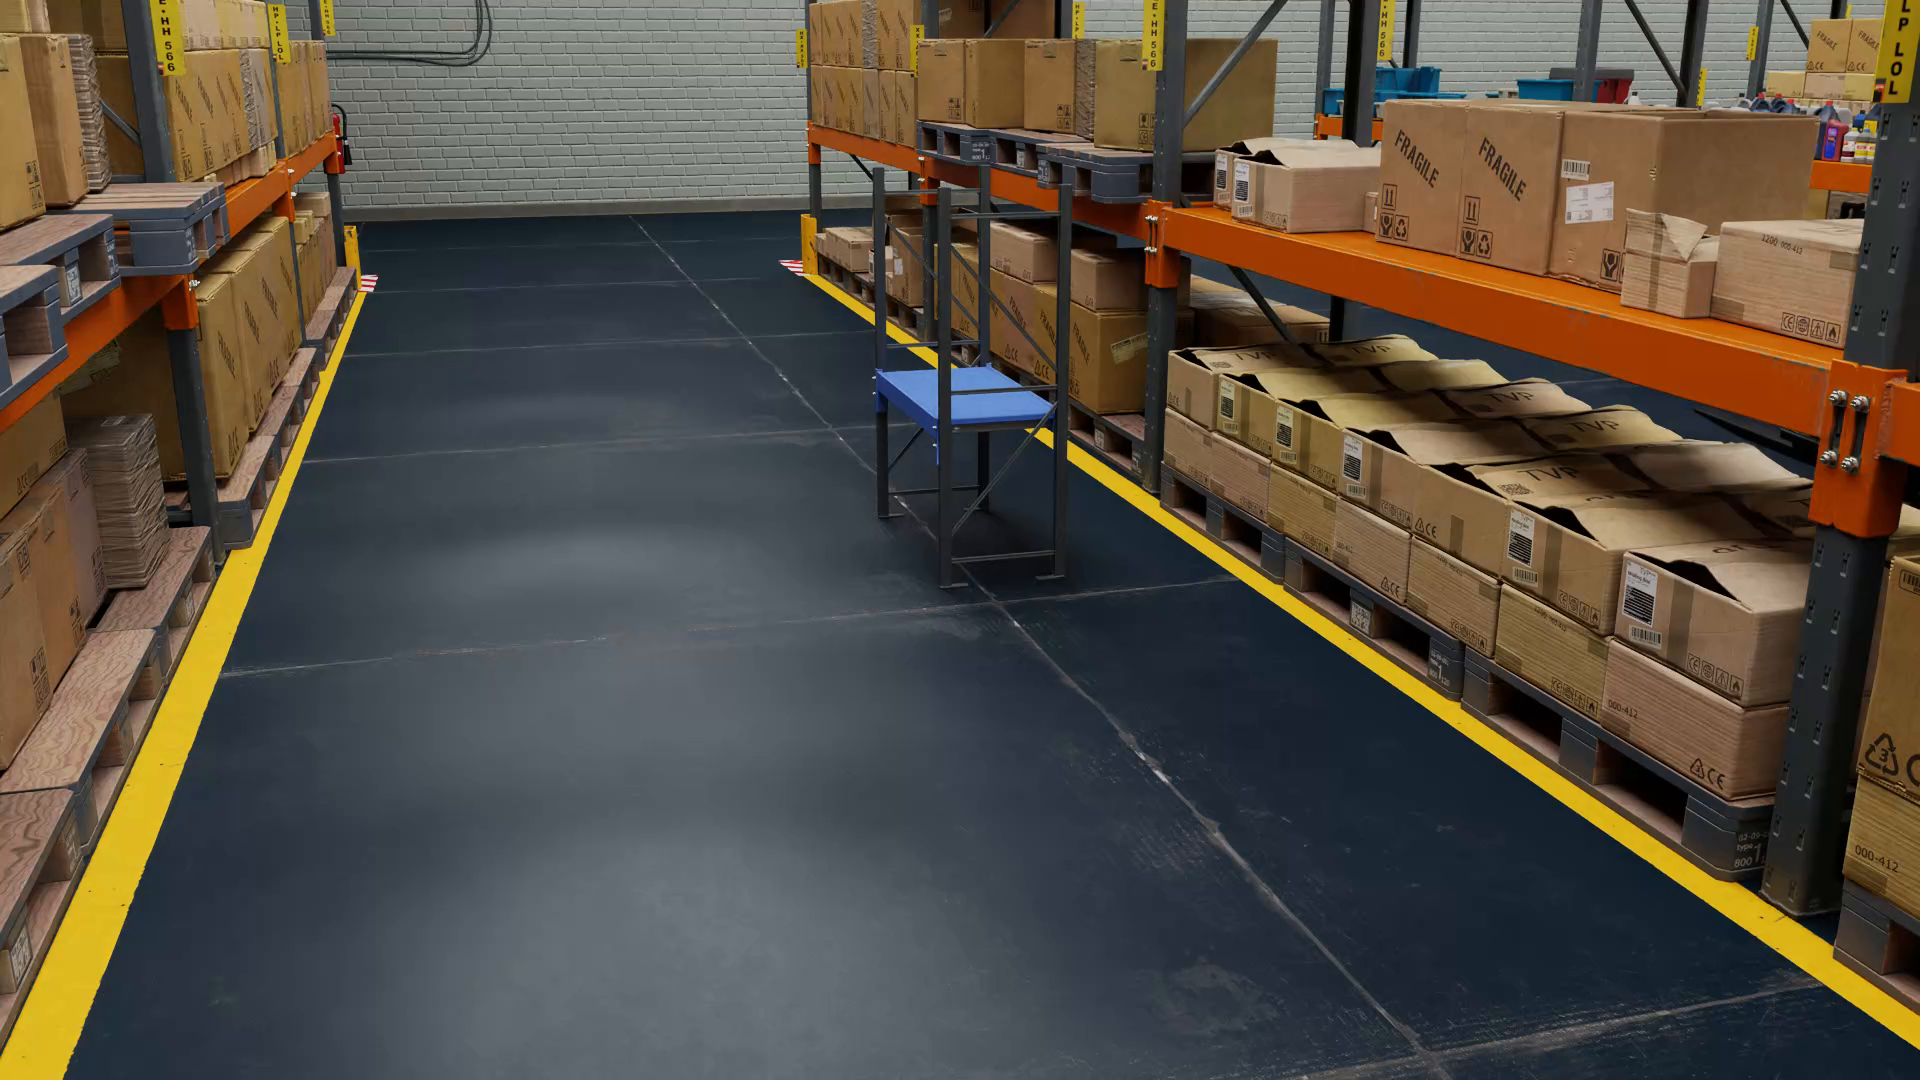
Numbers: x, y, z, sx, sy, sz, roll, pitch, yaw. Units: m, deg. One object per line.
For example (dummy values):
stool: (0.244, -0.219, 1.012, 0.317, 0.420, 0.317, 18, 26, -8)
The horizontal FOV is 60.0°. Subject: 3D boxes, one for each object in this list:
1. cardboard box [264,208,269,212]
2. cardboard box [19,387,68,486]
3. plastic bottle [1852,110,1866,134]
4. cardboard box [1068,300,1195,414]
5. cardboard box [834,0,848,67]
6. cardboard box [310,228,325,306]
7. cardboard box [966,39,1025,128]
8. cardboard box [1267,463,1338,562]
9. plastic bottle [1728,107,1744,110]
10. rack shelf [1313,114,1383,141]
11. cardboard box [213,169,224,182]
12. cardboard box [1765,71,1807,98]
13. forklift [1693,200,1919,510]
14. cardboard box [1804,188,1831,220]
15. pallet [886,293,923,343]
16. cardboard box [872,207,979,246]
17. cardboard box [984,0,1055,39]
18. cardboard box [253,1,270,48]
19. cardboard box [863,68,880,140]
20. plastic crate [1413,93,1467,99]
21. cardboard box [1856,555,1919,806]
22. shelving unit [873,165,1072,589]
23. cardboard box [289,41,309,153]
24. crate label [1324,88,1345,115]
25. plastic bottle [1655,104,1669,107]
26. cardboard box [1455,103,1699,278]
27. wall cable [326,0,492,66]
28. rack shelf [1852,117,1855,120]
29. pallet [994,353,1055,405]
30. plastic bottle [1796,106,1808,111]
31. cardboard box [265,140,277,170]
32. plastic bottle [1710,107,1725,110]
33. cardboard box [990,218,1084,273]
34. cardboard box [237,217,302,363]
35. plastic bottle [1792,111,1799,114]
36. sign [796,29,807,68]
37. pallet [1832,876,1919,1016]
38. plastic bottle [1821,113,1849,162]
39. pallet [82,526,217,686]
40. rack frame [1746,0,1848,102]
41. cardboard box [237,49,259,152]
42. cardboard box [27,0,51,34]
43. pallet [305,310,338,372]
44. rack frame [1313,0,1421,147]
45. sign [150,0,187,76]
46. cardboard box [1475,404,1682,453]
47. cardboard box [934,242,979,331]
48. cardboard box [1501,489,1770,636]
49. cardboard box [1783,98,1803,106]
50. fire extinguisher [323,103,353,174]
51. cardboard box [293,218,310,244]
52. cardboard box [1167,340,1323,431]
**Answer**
cardboard box: (-5.275, -2.384, 12.161, 0.380, 0.149, 0.250, -4, 17, -14)
cardboard box: (-3.073, -0.318, 5.073, 0.500, 0.250, 0.500, -4, 17, -14)
plastic bottle: (5.805, -2.634, 10.730, 0.097, 0.271, 0.097, 0, 17, 0)
cardboard box: (0.862, -0.949, 8.478, 0.500, 0.500, 0.500, -4, 17, -13)
cardboard box: (-0.701, -4.009, 13.171, 0.500, 0.500, 0.500, -4, 17, -14)
cardboard box: (-4.897, -1.909, 11.710, 0.700, 0.500, 0.500, -4, 17, -14)
cardboard box: (0.411, -2.717, 9.879, 0.700, 0.500, 0.500, -2, 17, -6)
cardboard box: (1.494, -0.129, 6.218, 0.500, 0.250, 0.500, -5, 17, -17)
plastic bottle: (5.171, -2.731, 11.045, 0.152, 0.276, 0.135, -5, 17, -15)
rack shelf: (4.460, -3.401, 14.311, 1.077, 0.370, 4.000, -5, 17, -15)
cardboard box: (-3.717, -1.725, 7.882, 0.380, 0.149, 0.250, -5, 17, -15)
cardboard box: (8.545, -4.607, 16.819, 0.500, 0.250, 0.500, -5, 17, -17)
forklift: (4.213, -1.436, 6.637, 1.130, 2.935, 3.031, -2, 17, -7)
cardboard box: (8.925, -3.703, 17.030, 0.875, 0.875, 0.875, -5, 17, -15)
pallet: (0.058, -1.656, 12.099, 1.003, 0.211, 1.213, -5, 17, -15)
cardboard box: (-0.276, -2.336, 13.090, 0.797, 0.503, 0.637, -5, 17, -15)
cardboard box: (0.387, -3.481, 11.415, 0.500, 0.500, 0.500, -4, 17, -14)
cardboard box: (-4.142, -2.859, 9.228, 0.500, 0.250, 0.500, -4, 17, -14)
cardboard box: (-0.425, -3.252, 12.391, 0.500, 0.500, 0.500, -4, 17, -14)
plastic crate: (4.106, -3.706, 14.262, 0.416, 0.233, 0.300, -5, 17, -15)
cardboard box: (2.271, 0.321, 3.417, 0.500, 0.500, 0.500, -5, 17, -15)
shelving unit: (0.023, -0.695, 6.658, 0.538, 1.500, 1.048, -5, 17, -15)
cardboard box: (-4.845, -2.907, 10.893, 0.980, 0.700, 0.700, -5, 17, -17)
crate label: (3.661, -4.153, 15.751, 0.416, 0.233, 0.303, -5, 17, -15)
plastic bottle: (4.871, -2.874, 11.520, 0.152, 0.276, 0.135, -5, 17, -15)
cardboard box: (1.966, -1.135, 5.342, 0.500, 0.500, 0.500, -5, 17, -15)
wall cable: (-6.826, -6.494, 18.328, 3.097, 2.526, 0.112, -5, 17, -15)
rack shelf: (9.222, -3.793, 15.615, 1.077, 0.370, 4.000, -5, 17, -15)
pallet: (0.844, -0.906, 9.602, 1.003, 0.211, 1.213, -5, 17, -15)
plastic bottle: (5.667, -2.809, 11.305, 0.152, 0.276, 0.135, -5, 17, -15)
cardboard box: (-4.059, -2.159, 9.329, 0.380, 0.149, 0.250, -4, 17, -14)
plastic bottle: (5.025, -2.719, 11.005, 0.152, 0.276, 0.135, -5, 17, -15)
cardboard box: (0.419, -1.745, 9.824, 0.500, 0.250, 0.500, -5, 17, -15)
cardboard box: (-4.213, -1.411, 9.443, 0.750, 0.750, 0.750, -4, 17, -15)
plastic bottle: (5.186, -2.512, 10.305, 0.061, 0.283, 0.133, -5, 17, -15)
sign: (-1.375, -4.280, 14.481, 0.100, 0.325, 0.005, -5, 17, -15)
pallet: (2.623, 0.970, 3.357, 1.003, 0.211, 1.213, -5, 17, -15)
plastic bottle: (5.273, -2.424, 10.012, 0.061, 0.283, 0.133, -5, 17, -15)
pallet: (-3.204, 0.249, 5.756, 1.003, 0.211, 1.213, -5, 17, -15)
rack frame: (8.672, -4.690, 17.353, 1.000, 3.000, 0.127, -5, 17, -15)
cardboard box: (-3.867, -2.221, 8.408, 0.500, 0.500, 0.500, -5, 17, -15)
cardboard box: (-3.293, -1.779, 5.594, 0.380, 0.149, 0.250, -7, 18, -22)
pallet: (-4.650, -1.290, 10.880, 1.003, 0.211, 1.213, -5, 17, -15)
rack frame: (3.910, -4.299, 16.049, 1.000, 3.000, 0.127, -5, 17, -15)
sign: (-2.898, -1.865, 6.071, 0.100, 0.325, 0.005, -5, 17, -15)
cardboard box: (2.146, -0.301, 5.815, 0.500, 0.311, 0.500, -4, 17, -14)
cardboard box: (0.144, -1.662, 10.852, 0.500, 0.500, 0.500, -6, 18, -18)
cardboard box: (1.908, 0.025, 4.728, 0.500, 0.311, 0.500, -4, 17, -14)
cardboard box: (8.525, -4.375, 16.739, 0.380, 0.149, 0.250, -5, 17, -16)
fire extinguisher: (-5.213, -3.378, 13.767, 0.296, 0.674, 0.183, -5, 17, -15)
cardboard box: (-4.542, -2.048, 11.043, 0.380, 0.149, 0.250, -4, 17, -13)
cardboard box: (1.207, -0.680, 7.077, 0.500, 0.311, 0.500, -4, 17, -13)
